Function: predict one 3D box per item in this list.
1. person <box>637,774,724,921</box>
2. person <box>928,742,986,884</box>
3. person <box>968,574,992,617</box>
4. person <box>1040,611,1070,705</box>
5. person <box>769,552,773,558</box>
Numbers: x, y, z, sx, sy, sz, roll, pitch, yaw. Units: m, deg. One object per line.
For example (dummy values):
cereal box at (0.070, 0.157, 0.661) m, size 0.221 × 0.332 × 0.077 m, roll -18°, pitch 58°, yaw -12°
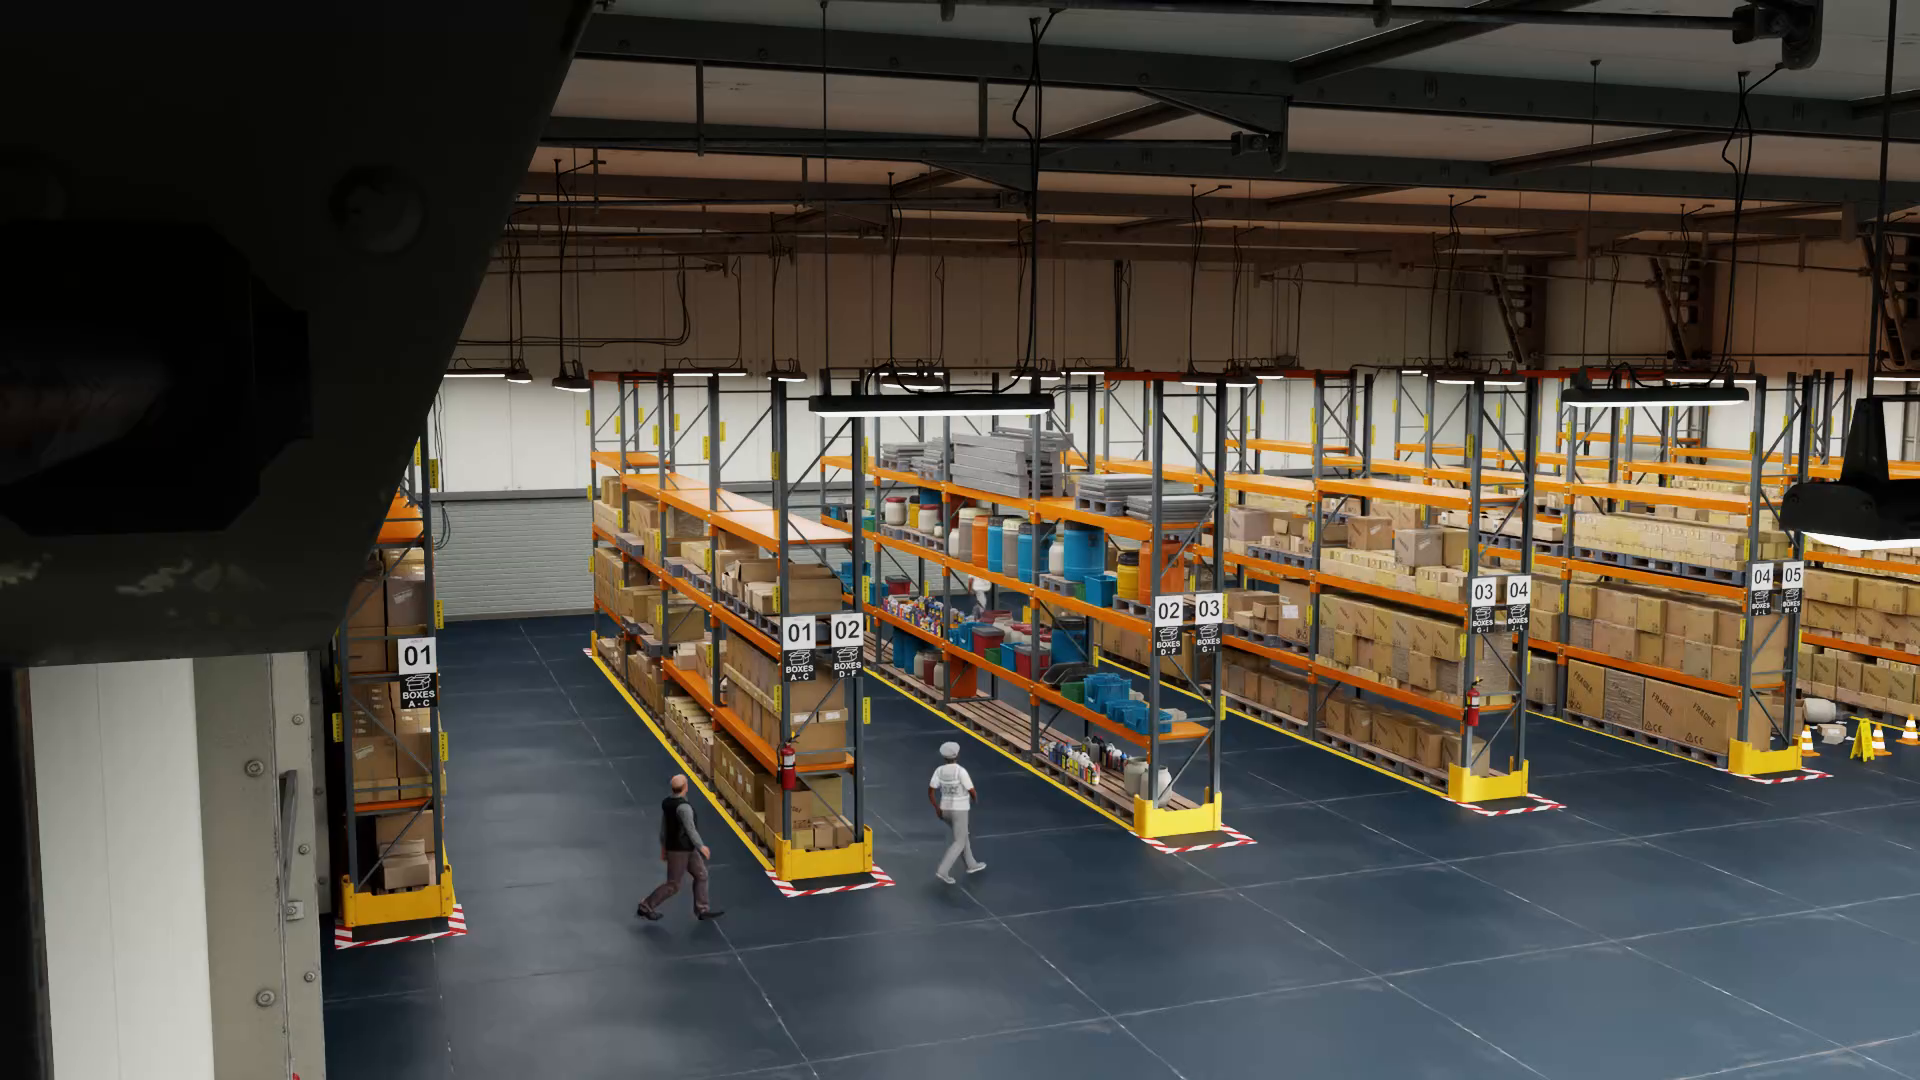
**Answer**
person at (-3.122, 3.439, 18.500) m, size 0.947 × 1.688 × 0.477 m, roll 0°, pitch 6°, yaw -2°
person at (-0.016, 3.257, 20.039) m, size 0.915 × 1.648 × 0.513 m, roll -5°, pitch 8°, yaw -39°
person at (0.569, 1.143, 38.645) m, size 0.561 × 1.712 × 1.018 m, roll -6°, pitch 9°, yaw -42°
person at (1.655, 2.131, 30.112) m, size 0.643 × 1.689 × 0.590 m, roll 0°, pitch 6°, yaw 4°
person at (-4.385, 1.194, 38.745) m, size 0.666 × 1.849 × 0.736 m, roll -2°, pitch 7°, yaw -18°
